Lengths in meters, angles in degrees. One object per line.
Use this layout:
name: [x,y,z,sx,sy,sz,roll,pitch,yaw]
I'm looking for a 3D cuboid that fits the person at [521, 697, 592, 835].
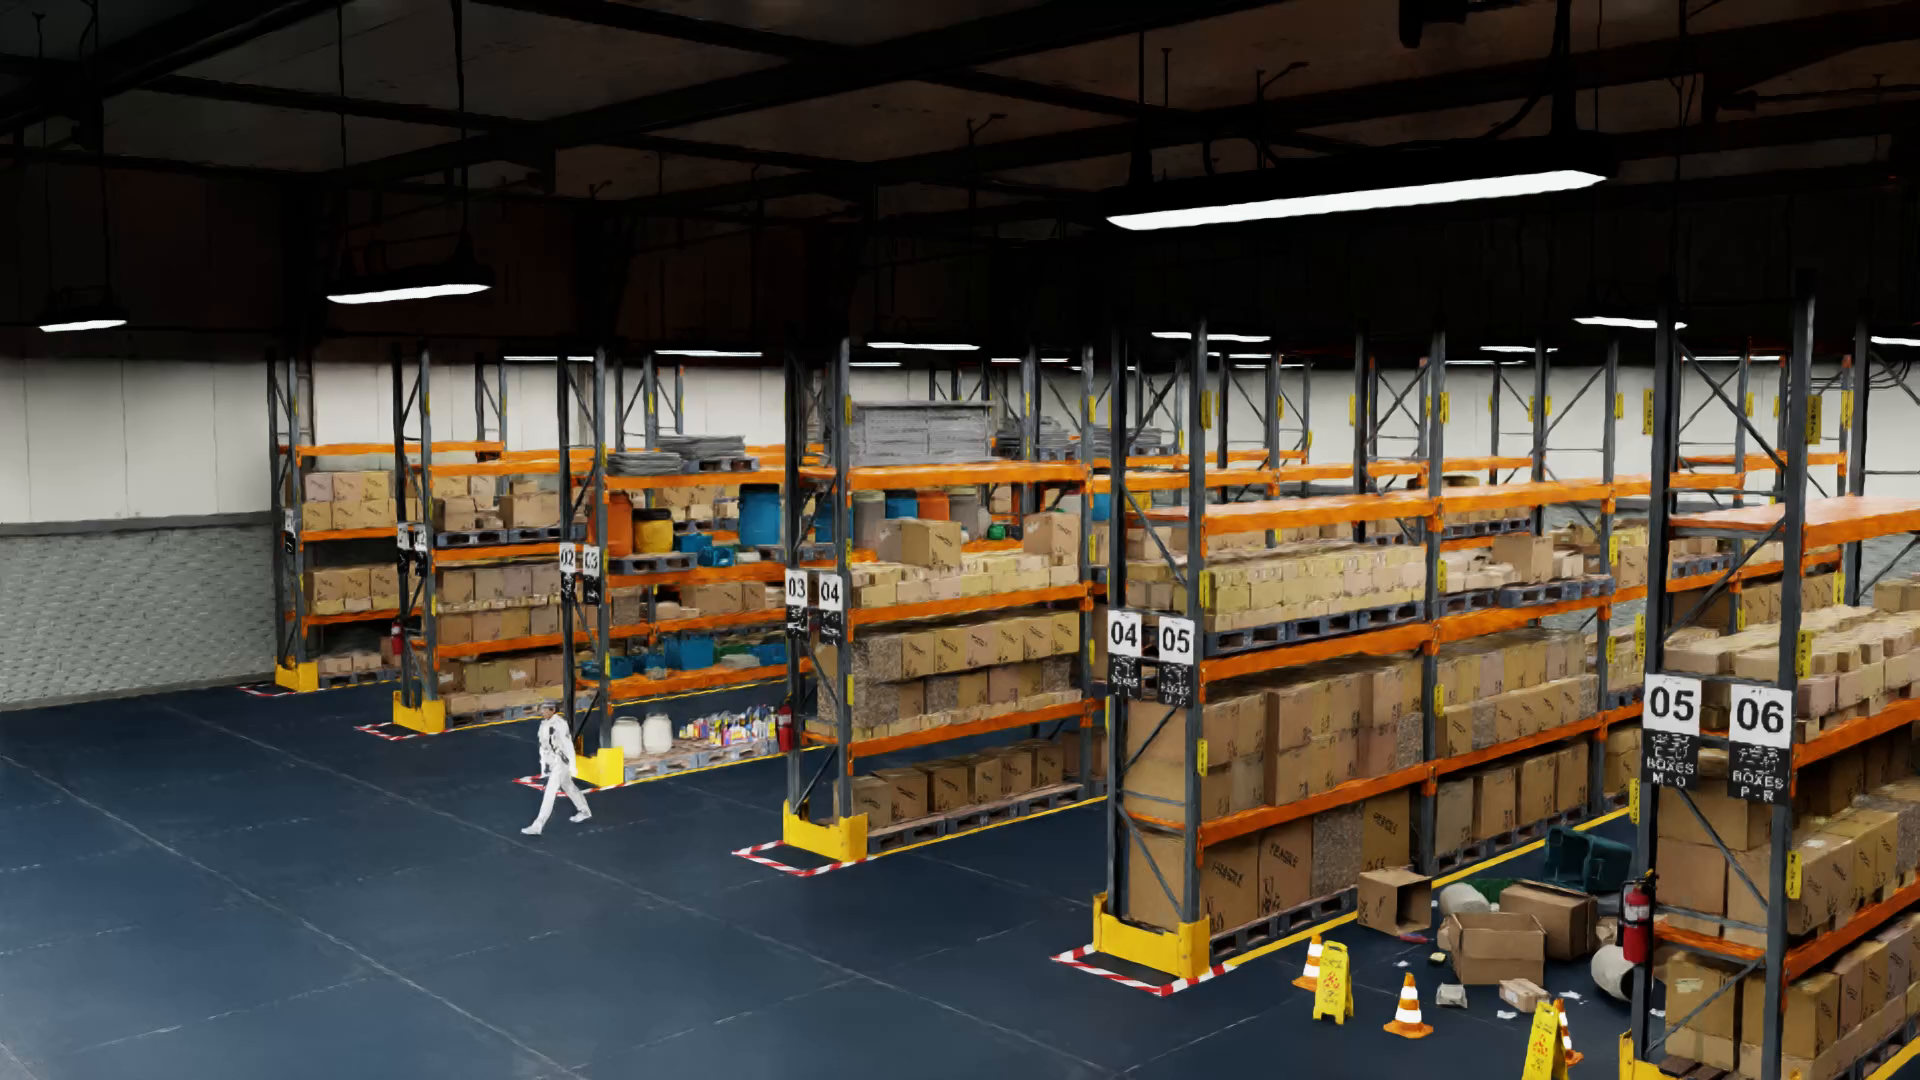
person: [-4.842,2.636,19.790,0.499,1.587,1.065,5,7,44]
